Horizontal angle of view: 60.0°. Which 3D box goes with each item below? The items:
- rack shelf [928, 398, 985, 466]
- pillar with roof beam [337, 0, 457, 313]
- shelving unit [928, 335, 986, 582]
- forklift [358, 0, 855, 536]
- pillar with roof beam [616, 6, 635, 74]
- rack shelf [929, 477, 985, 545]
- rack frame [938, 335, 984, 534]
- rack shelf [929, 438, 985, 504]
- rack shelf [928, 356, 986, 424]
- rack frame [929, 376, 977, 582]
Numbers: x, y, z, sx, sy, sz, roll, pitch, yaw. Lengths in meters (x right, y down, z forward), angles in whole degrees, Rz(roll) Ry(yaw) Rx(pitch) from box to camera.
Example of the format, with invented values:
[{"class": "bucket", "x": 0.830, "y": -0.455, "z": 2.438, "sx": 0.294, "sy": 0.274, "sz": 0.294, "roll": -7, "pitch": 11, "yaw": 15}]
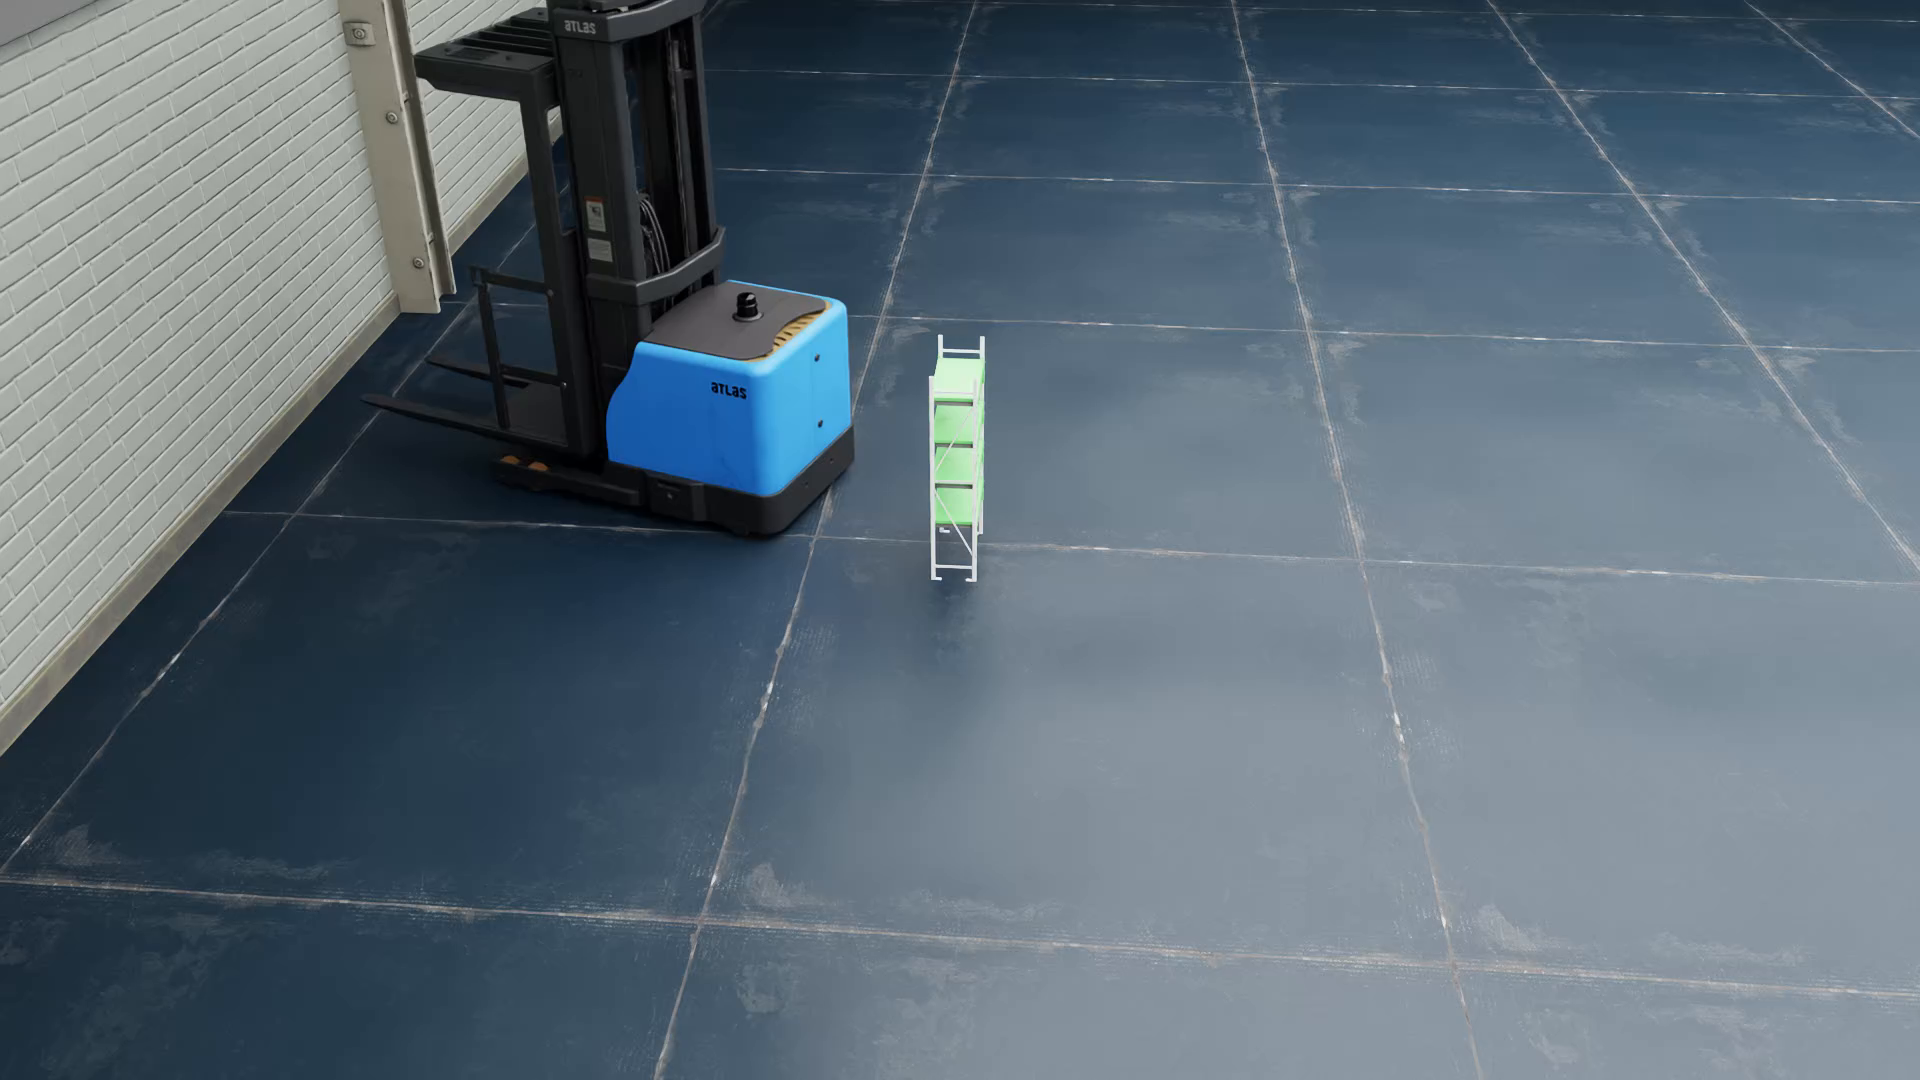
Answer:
[{"class": "rack shelf", "x": -0.013, "y": -0.574, "z": 8.702, "sx": 0.258, "sy": 0.148, "sz": 0.480, "roll": 2, "pitch": 32, "yaw": 4}, {"class": "pillar with roof beam", "x": 0.426, "y": -5.376, "z": 9.396, "sx": 9.100, "sy": 9.000, "sz": 0.400, "roll": 2, "pitch": 32, "yaw": 4}, {"class": "shelving unit", "x": -0.013, "y": -0.424, "z": 8.795, "sx": 0.258, "sy": 1.200, "sz": 0.503, "roll": 2, "pitch": 32, "yaw": 4}, {"class": "forklift", "x": -2.189, "y": -1.772, "z": 9.331, "sx": 3.031, "sy": 2.935, "sz": 1.130, "roll": 13, "pitch": 34, "yaw": 20}, {"class": "pillar with roof beam", "x": 0.915, "y": -8.513, "z": 14.487, "sx": 9.100, "sy": 9.000, "sz": 0.400, "roll": 2, "pitch": 32, "yaw": 4}, {"class": "rack shelf", "x": -0.013, "y": -0.166, "z": 8.954, "sx": 0.258, "sy": 0.148, "sz": 0.480, "roll": 2, "pitch": 32, "yaw": 4}, {"class": "rack frame", "x": 0.006, "y": -0.552, "z": 9.002, "sx": 0.240, "sy": 1.200, "sz": 0.015, "roll": 2, "pitch": 32, "yaw": 4}, {"class": "rack shelf", "x": -0.013, "y": -0.370, "z": 8.828, "sx": 0.258, "sy": 0.148, "sz": 0.480, "roll": 2, "pitch": 32, "yaw": 4}, {"class": "rack shelf", "x": -0.013, "y": -0.778, "z": 8.576, "sx": 0.258, "sy": 0.148, "sz": 0.480, "roll": 2, "pitch": 32, "yaw": 4}, {"class": "rack frame", "x": -0.033, "y": -0.297, "z": 8.588, "sx": 0.240, "sy": 1.200, "sz": 0.015, "roll": 2, "pitch": 32, "yaw": 4}]
